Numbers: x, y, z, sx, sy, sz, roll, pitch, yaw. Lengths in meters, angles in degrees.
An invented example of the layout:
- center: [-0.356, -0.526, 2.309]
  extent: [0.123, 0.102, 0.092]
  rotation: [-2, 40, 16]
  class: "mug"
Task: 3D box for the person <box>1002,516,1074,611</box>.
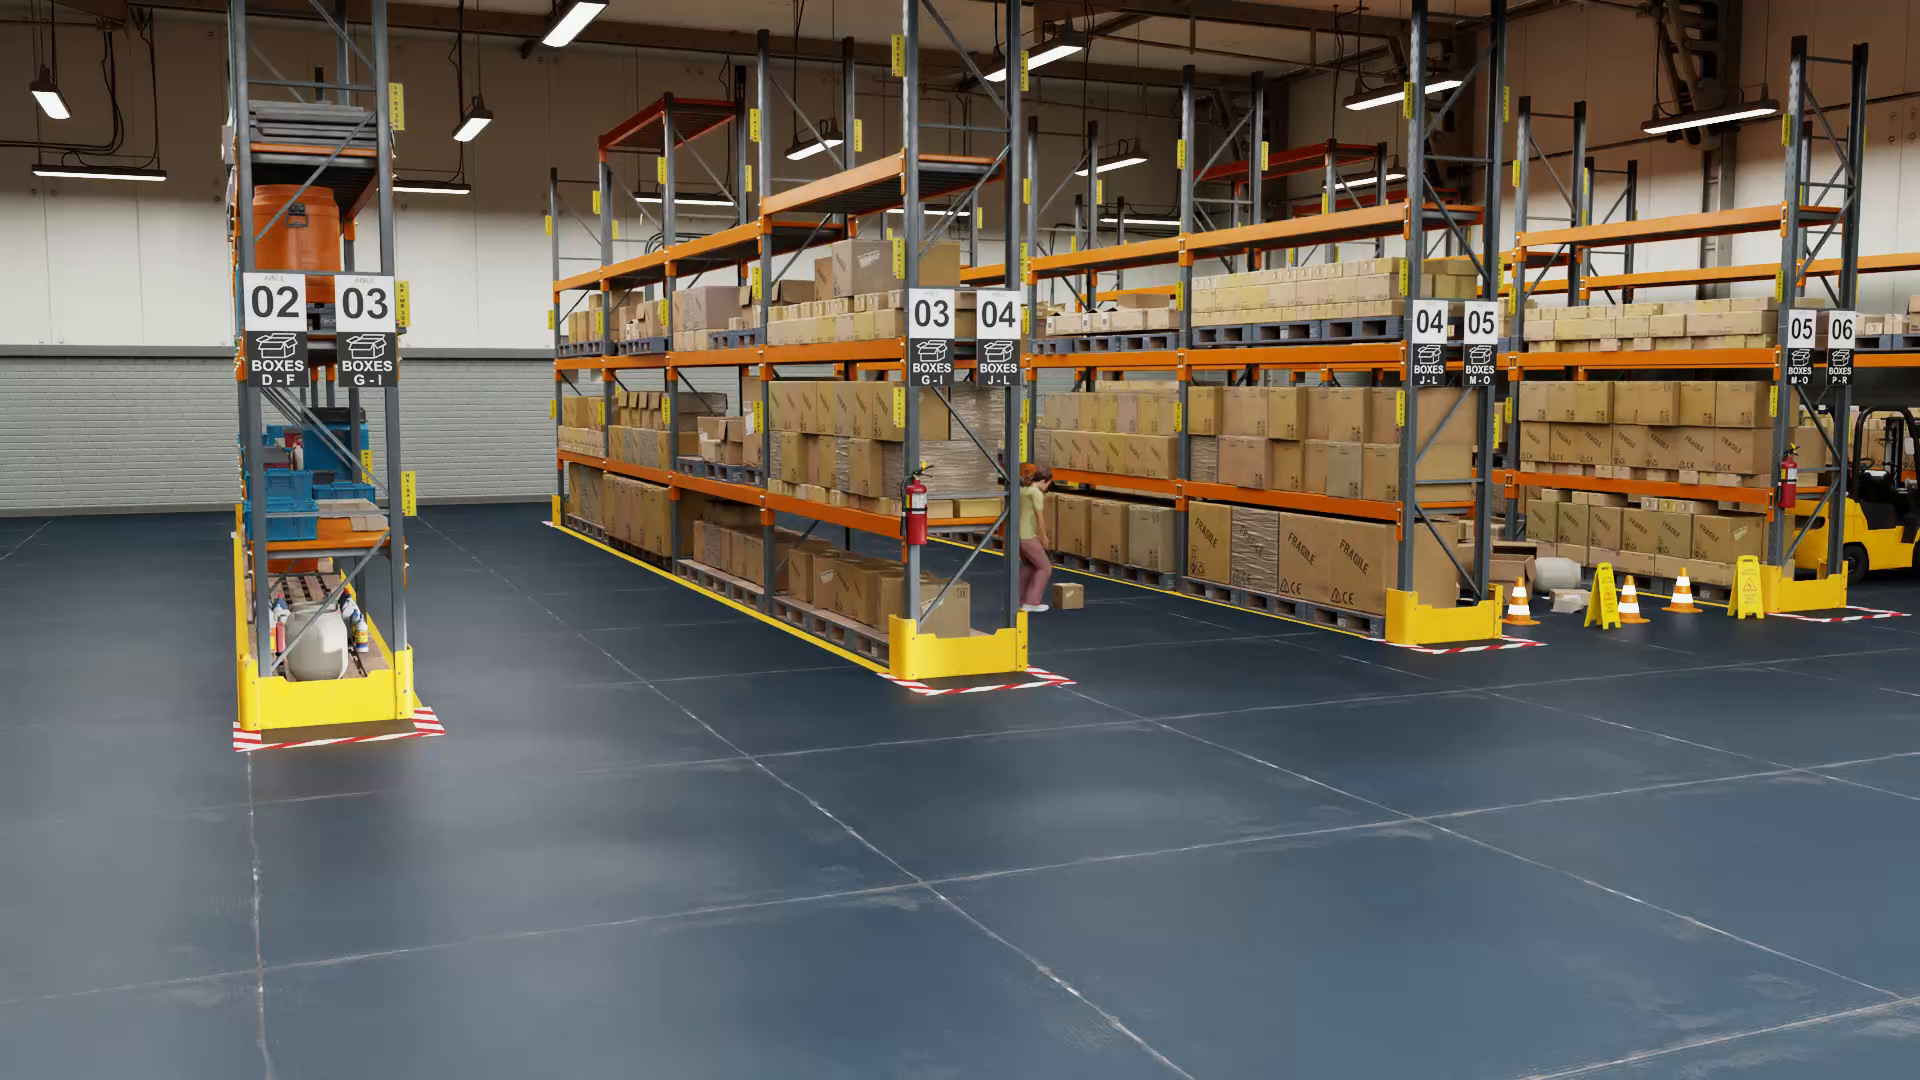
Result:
- center: [0.823, 0.249, 17.935]
  extent: [0.782, 0.998, 0.489]
  rotation: [-2, 6, -24]
  class: "person"
